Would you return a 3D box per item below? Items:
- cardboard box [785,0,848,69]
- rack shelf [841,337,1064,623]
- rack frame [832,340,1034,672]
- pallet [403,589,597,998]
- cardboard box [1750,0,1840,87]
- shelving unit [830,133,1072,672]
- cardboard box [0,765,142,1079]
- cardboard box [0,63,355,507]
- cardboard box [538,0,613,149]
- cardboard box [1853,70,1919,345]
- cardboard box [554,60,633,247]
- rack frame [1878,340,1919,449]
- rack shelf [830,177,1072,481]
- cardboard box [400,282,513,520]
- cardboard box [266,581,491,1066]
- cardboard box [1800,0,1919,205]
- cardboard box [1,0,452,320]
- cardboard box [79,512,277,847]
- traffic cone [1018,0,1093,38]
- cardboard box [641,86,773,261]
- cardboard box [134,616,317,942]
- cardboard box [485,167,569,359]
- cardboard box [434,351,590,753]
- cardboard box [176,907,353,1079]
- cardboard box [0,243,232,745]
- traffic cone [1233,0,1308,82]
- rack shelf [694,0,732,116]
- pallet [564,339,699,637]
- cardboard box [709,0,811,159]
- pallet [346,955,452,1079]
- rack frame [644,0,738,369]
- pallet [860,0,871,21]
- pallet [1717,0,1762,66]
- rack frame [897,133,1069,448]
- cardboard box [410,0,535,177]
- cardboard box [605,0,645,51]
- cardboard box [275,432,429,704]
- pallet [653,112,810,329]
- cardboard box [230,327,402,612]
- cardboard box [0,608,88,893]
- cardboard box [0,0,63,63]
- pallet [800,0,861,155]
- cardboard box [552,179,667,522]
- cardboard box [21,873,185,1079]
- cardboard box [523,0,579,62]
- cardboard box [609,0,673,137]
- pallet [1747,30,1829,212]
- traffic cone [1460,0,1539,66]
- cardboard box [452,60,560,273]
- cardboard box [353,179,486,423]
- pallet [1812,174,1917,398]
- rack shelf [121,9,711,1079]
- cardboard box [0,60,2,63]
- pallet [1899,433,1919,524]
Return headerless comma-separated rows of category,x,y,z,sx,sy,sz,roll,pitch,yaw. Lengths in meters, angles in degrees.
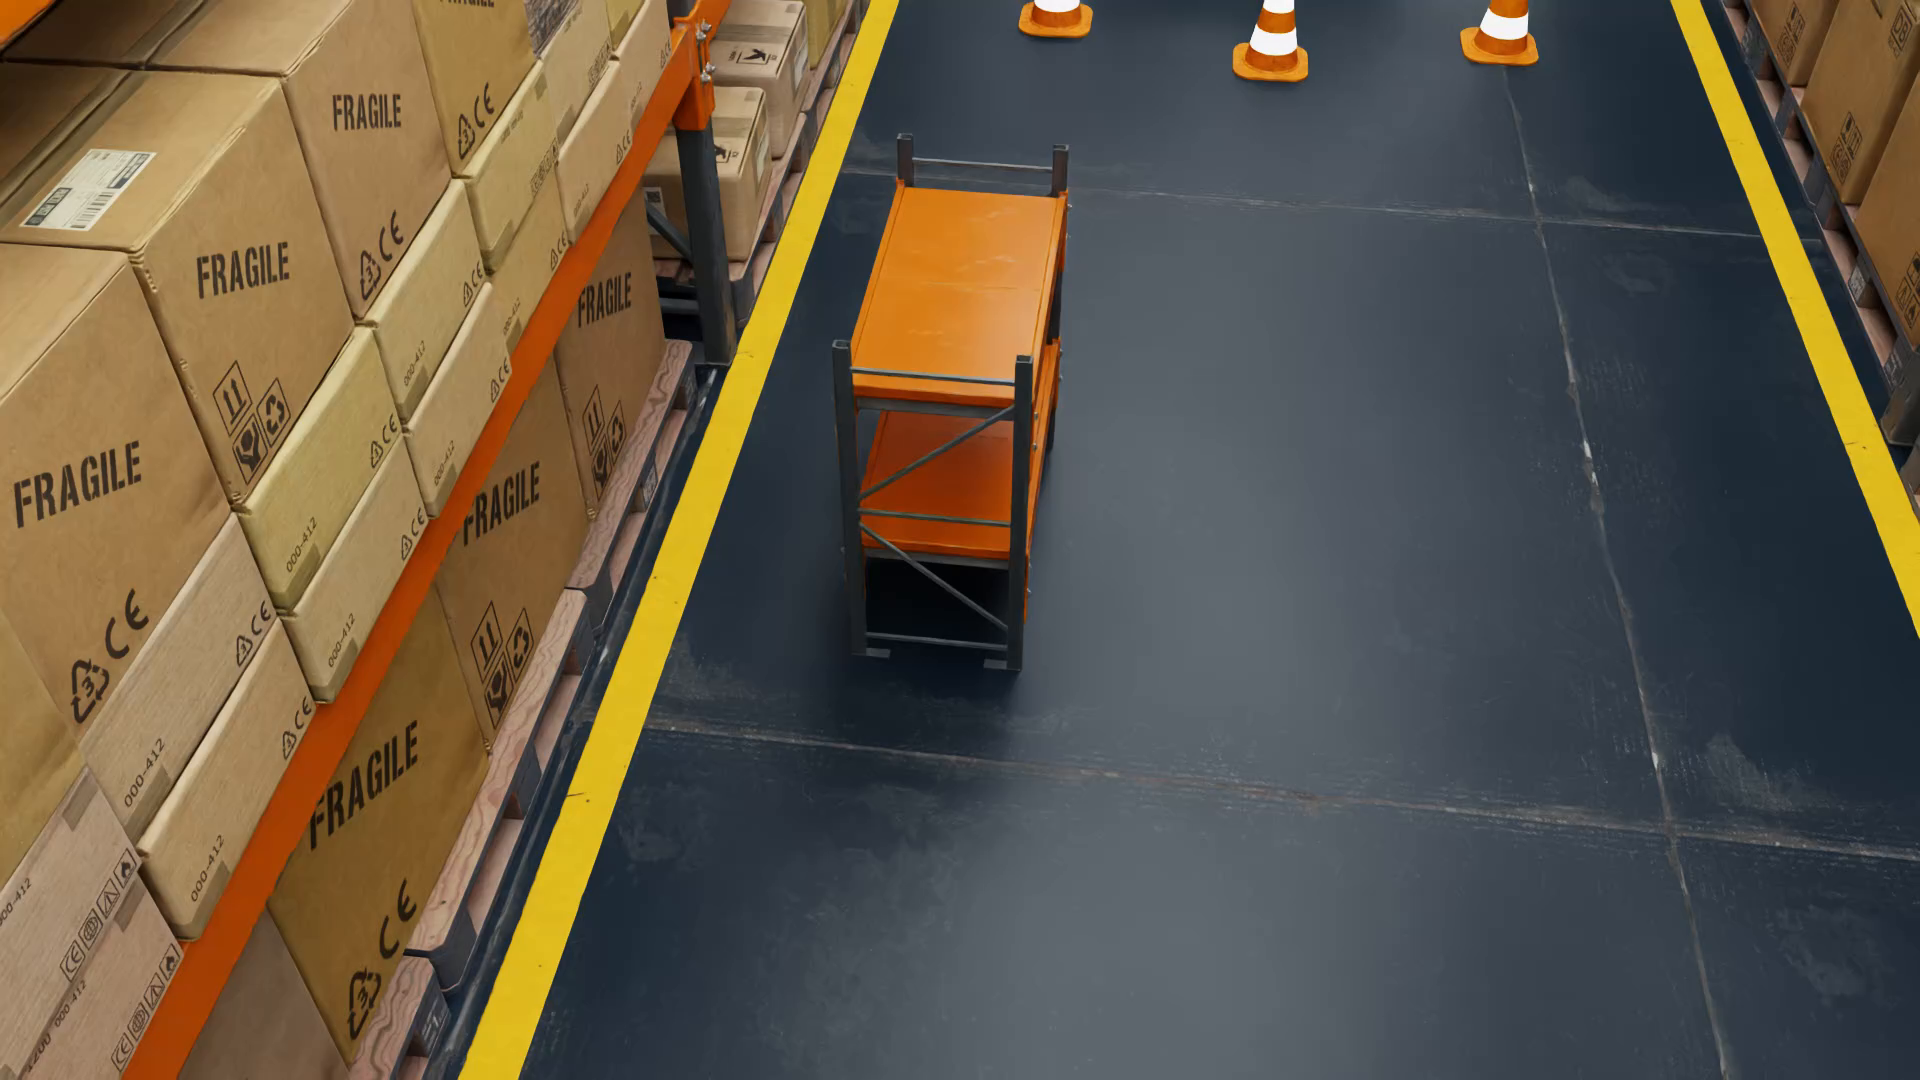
cardboard box,-1.021,-2.384,7.192,0.950,0.372,0.625,7,44,7
rack shelf,-0.001,-0.226,5.026,0.538,0.278,1.000,5,44,6
rack frame,-0.068,-0.057,4.492,0.500,1.125,0.032,5,44,6
pallet,-1.644,0.591,4.473,1.003,0.211,1.213,5,44,6
cardboard box,4.023,-2.374,6.906,1.050,0.750,0.750,5,44,6
shelving unit,-0.001,-0.404,4.858,0.538,1.125,1.048,5,44,6
cardboard box,-1.493,0.543,2.240,0.500,0.250,0.500,4,44,4
cardboard box,-1.379,-0.419,2.711,0.500,0.500,0.500,4,44,4
cardboard box,-1.178,-1.206,4.087,0.500,0.250,0.500,4,44,4
cardboard box,3.788,-1.143,5.606,1.050,0.750,0.750,5,44,5
cardboard box,-1.163,-1.009,4.243,0.500,0.250,0.500,6,44,6
rack frame,3.618,-1.400,4.547,1.000,3.000,0.127,5,44,6
rack shelf,-0.001,-0.616,4.657,0.538,0.278,1.000,5,44,6
cardboard box,-1.285,-0.317,3.512,0.500,0.250,0.500,5,44,5
cardboard box,-1.716,0.518,3.762,0.875,0.875,0.875,6,44,7
cardboard box,3.900,-1.739,6.236,1.050,0.750,0.750,6,44,6
cardboard box,-1.317,-0.772,3.084,0.500,0.500,0.500,5,44,5
cardboard box,-1.452,0.185,2.618,0.500,0.250,0.500,6,44,6
traffic cone,0.451,-2.614,7.674,0.336,0.463,0.334,5,44,6
cardboard box,-1.217,-1.364,6.115,0.950,0.372,0.625,3,43,3
cardboard box,-1.444,0.370,2.786,0.500,0.250,0.500,4,44,4
cardboard box,-1.246,-0.667,3.882,0.500,0.250,0.500,5,44,5
cardboard box,-1.597,-0.092,4.405,0.875,0.875,0.875,6,44,6
cardboard box,-1.828,1.134,3.111,0.875,0.875,0.875,6,44,7
cardboard box,-1.447,-0.078,2.350,0.500,0.500,0.500,5,44,5
traffic cone,1.404,-2.325,7.369,0.336,0.463,0.334,5,44,6
rack shelf,-1.037,-2.883,6.637,1.077,0.370,4.000,5,44,6
pallet,-1.480,-0.238,5.348,1.003,0.211,1.213,5,44,6
cardboard box,-1.127,-1.867,6.646,0.950,0.372,0.625,4,44,5
pallet,-1.803,1.425,3.592,1.003,0.211,1.213,5,44,6
rack frame,-1.302,-1.781,4.950,1.000,3.000,0.127,5,44,6
pallet,-0.874,-2.964,8.227,1.003,0.211,1.213,5,44,6
pallet,4.120,-2.581,7.822,1.003,0.211,1.213,5,44,6
rack frame,0.066,-0.750,5.224,0.500,1.125,0.032,5,44,6
cardboard box,-1.243,-1.116,3.447,0.500,0.500,0.500,5,44,6
cardboard box,-1.114,-1.555,4.456,0.500,0.250,0.500,5,44,5
cardboard box,-1.360,0.023,3.154,0.500,0.250,0.500,5,44,5
pallet,-1.197,-1.301,6.471,1.003,0.211,1.213,5,44,6
cardboard box,-1.358,-0.156,2.979,0.500,0.250,0.500,6,44,6
cardboard box,-1.487,0.272,1.982,0.500,0.500,0.500,6,44,6
cardboard box,-1.819,-0.833,3.148,0.500,0.500,0.500,6,44,6
pallet,-1.033,-2.130,7.346,1.003,0.211,1.213,5,44,6
cardboard box,-1.475,-0.699,5.047,0.875,0.875,0.875,5,44,5
cardboard box,-1.511,0.723,2.414,0.500,0.250,0.500,4,44,5
cardboard box,-1.170,-1.454,3.804,0.500,0.500,0.500,6,44,6
cardboard box,-1.111,-1.359,4.612,0.500,0.250,0.500,4,44,4
pallet,3.961,-1.747,6.942,1.003,0.211,1.213,5,44,6
traffic cone,2.473,-2.429,7.478,0.336,0.463,0.334,5,44,6
cardboard box,-1.225,-0.855,3.717,0.500,0.250,0.500,4,44,4
cardboard box,-1.294,-0.501,3.343,0.500,0.250,0.500,4,44,4
pallet,3.797,-0.918,6.066,1.003,0.211,1.213,5,44,6
rack shelf,-1.566,-0.157,3.758,1.077,0.370,4.000,5,44,6
cardboard box,-1.873,-0.479,2.774,0.500,0.500,0.500,6,44,7
pallet,3.514,0.145,4.944,1.003,0.211,1.213,5,44,6
